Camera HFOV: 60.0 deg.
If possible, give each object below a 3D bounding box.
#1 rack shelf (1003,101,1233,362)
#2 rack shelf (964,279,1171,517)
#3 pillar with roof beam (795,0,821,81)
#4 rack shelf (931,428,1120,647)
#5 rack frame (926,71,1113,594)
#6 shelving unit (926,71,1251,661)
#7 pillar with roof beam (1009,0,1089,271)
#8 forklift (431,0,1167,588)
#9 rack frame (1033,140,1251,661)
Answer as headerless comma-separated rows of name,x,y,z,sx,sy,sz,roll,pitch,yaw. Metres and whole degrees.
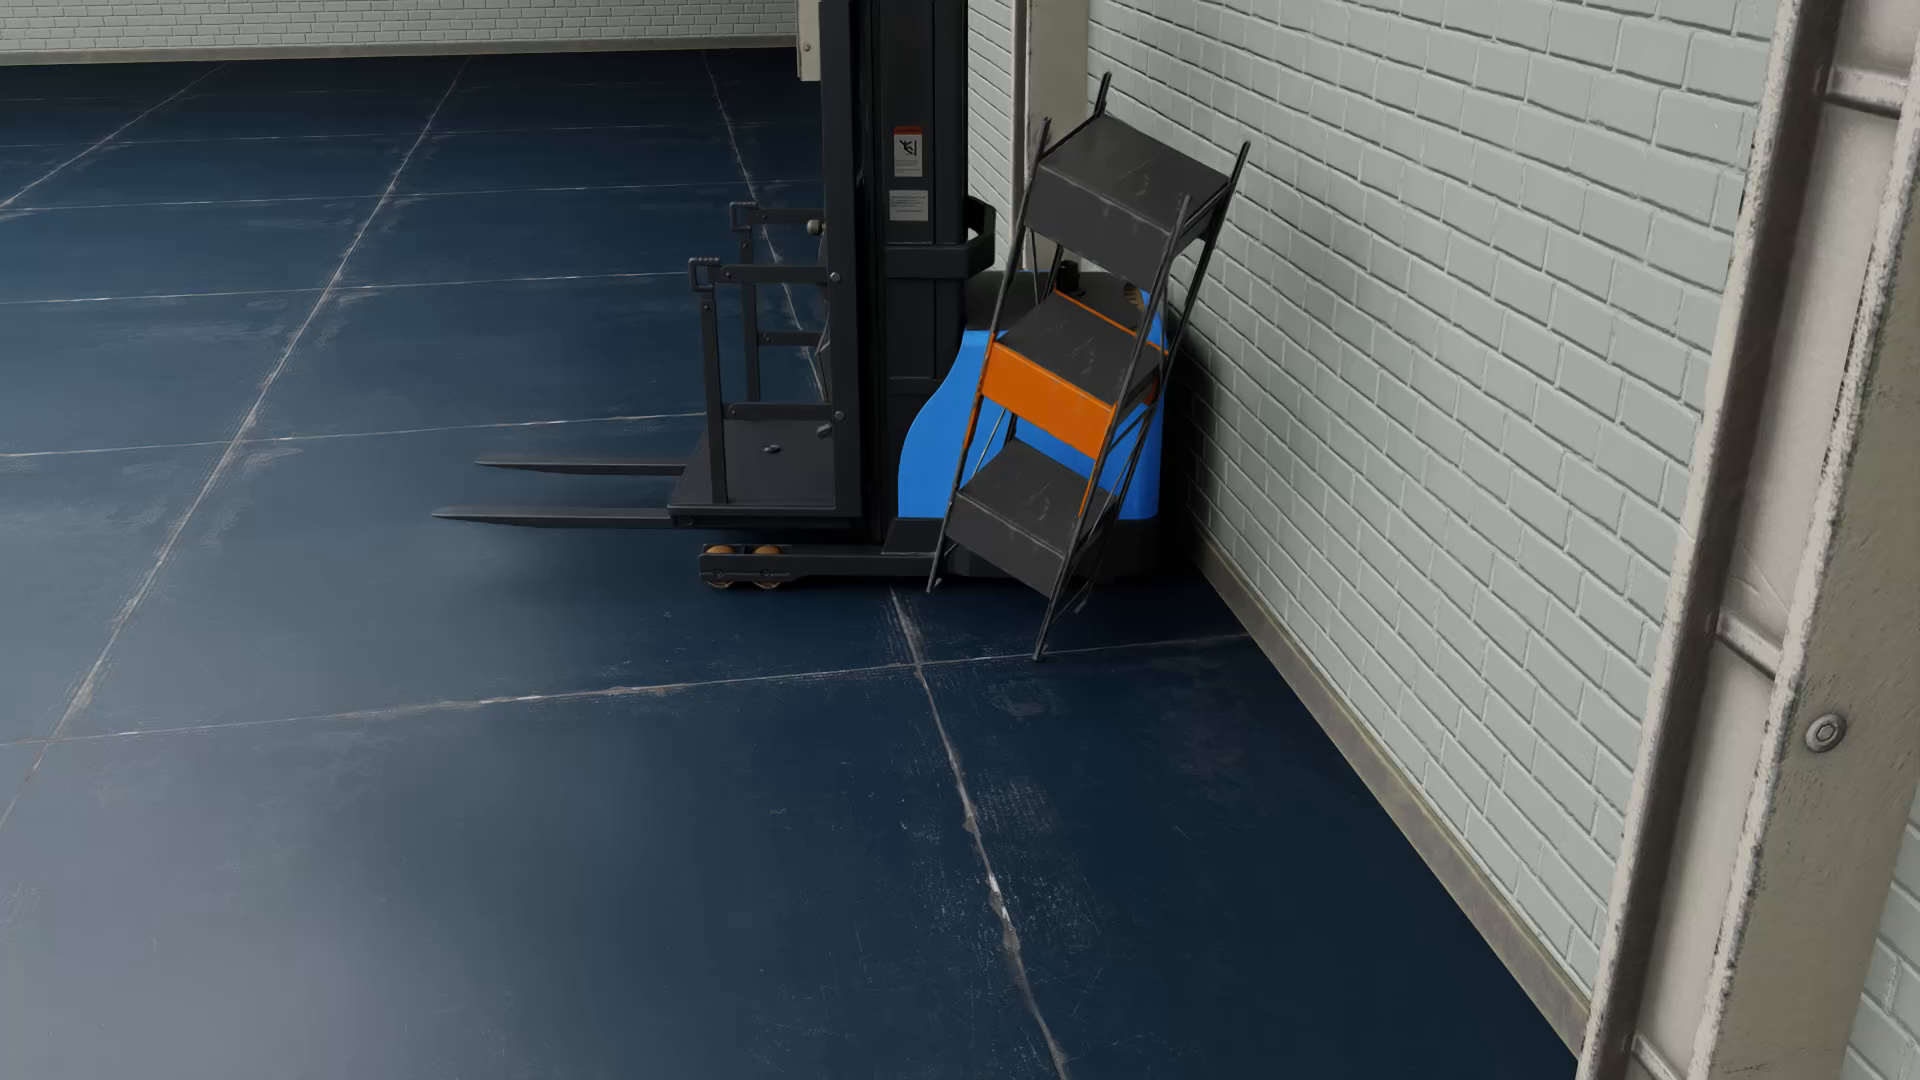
rack shelf,0.489,-0.955,5.145,0.480,0.518,0.431,31,48,16
rack shelf,0.366,-0.483,5.646,0.480,0.518,0.431,31,48,16
pillar with roof beam,-5.999,-9.330,17.370,9.100,9.000,0.400,-4,24,-10
rack shelf,0.244,-0.010,6.148,0.480,0.518,0.431,31,48,16
rack frame,0.168,-0.615,5.703,0.015,2.100,0.400,31,48,16
shelving unit,0.369,-0.492,5.637,0.503,2.100,0.431,31,48,16
pillar with roof beam,-3.780,-4.610,6.563,9.100,9.000,0.400,-4,24,-10
forklift,-0.685,-1.358,6.698,3.031,2.935,1.130,1,24,2
rack frame,0.569,-0.370,5.570,0.015,2.100,0.400,31,48,16
